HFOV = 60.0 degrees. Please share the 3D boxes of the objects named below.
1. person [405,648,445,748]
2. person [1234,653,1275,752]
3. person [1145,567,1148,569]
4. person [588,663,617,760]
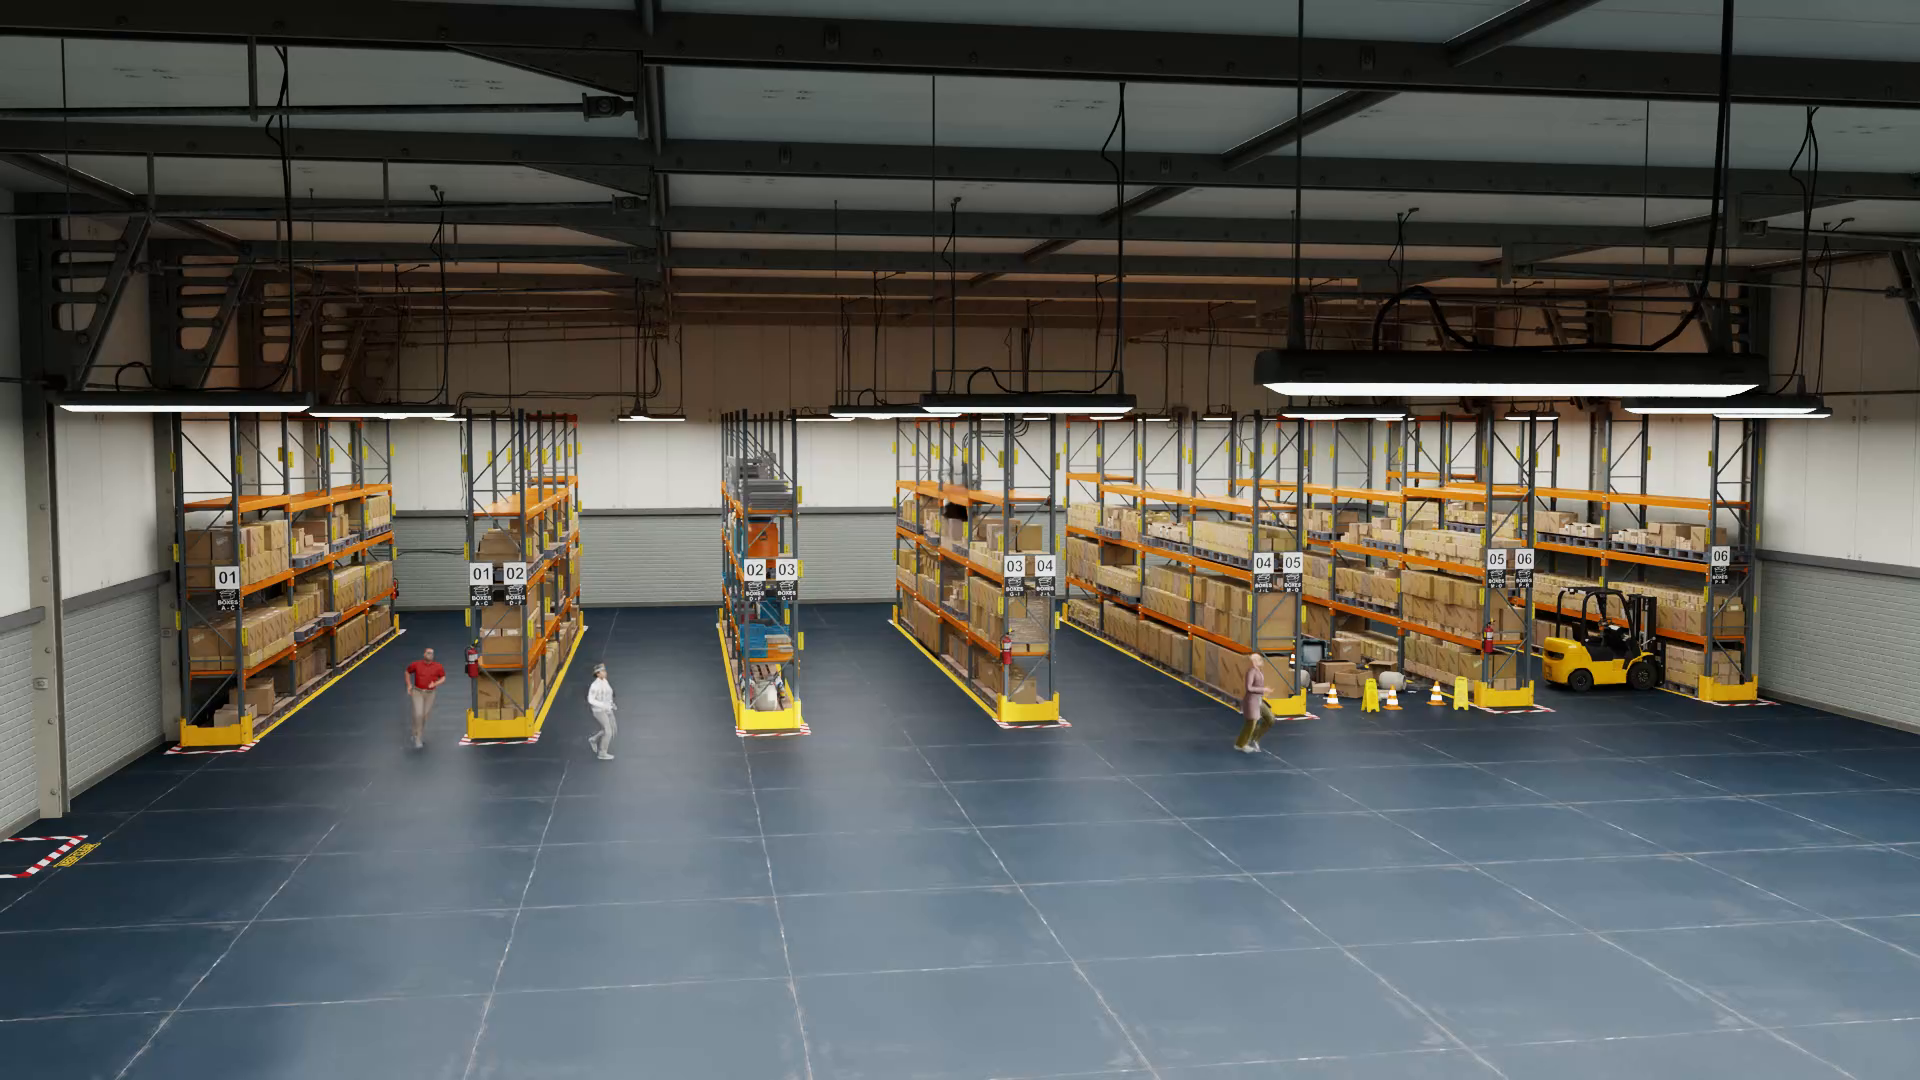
[{"bbox_3d":[-9.556,2.802,29.774,0.660,1.751,0.806,-2,5,-32],"label":"person"},{"bbox_3d":[5.103,2.829,28.831,0.755,1.742,0.702,2,5,30],"label":"person"},{"bbox_3d":[5.262,1.619,47.157,0.580,1.704,0.767,-1,4,-16],"label":"person"},{"bbox_3d":[-6.122,2.916,28.392,0.576,1.647,0.613,1,4,17],"label":"person"}]
